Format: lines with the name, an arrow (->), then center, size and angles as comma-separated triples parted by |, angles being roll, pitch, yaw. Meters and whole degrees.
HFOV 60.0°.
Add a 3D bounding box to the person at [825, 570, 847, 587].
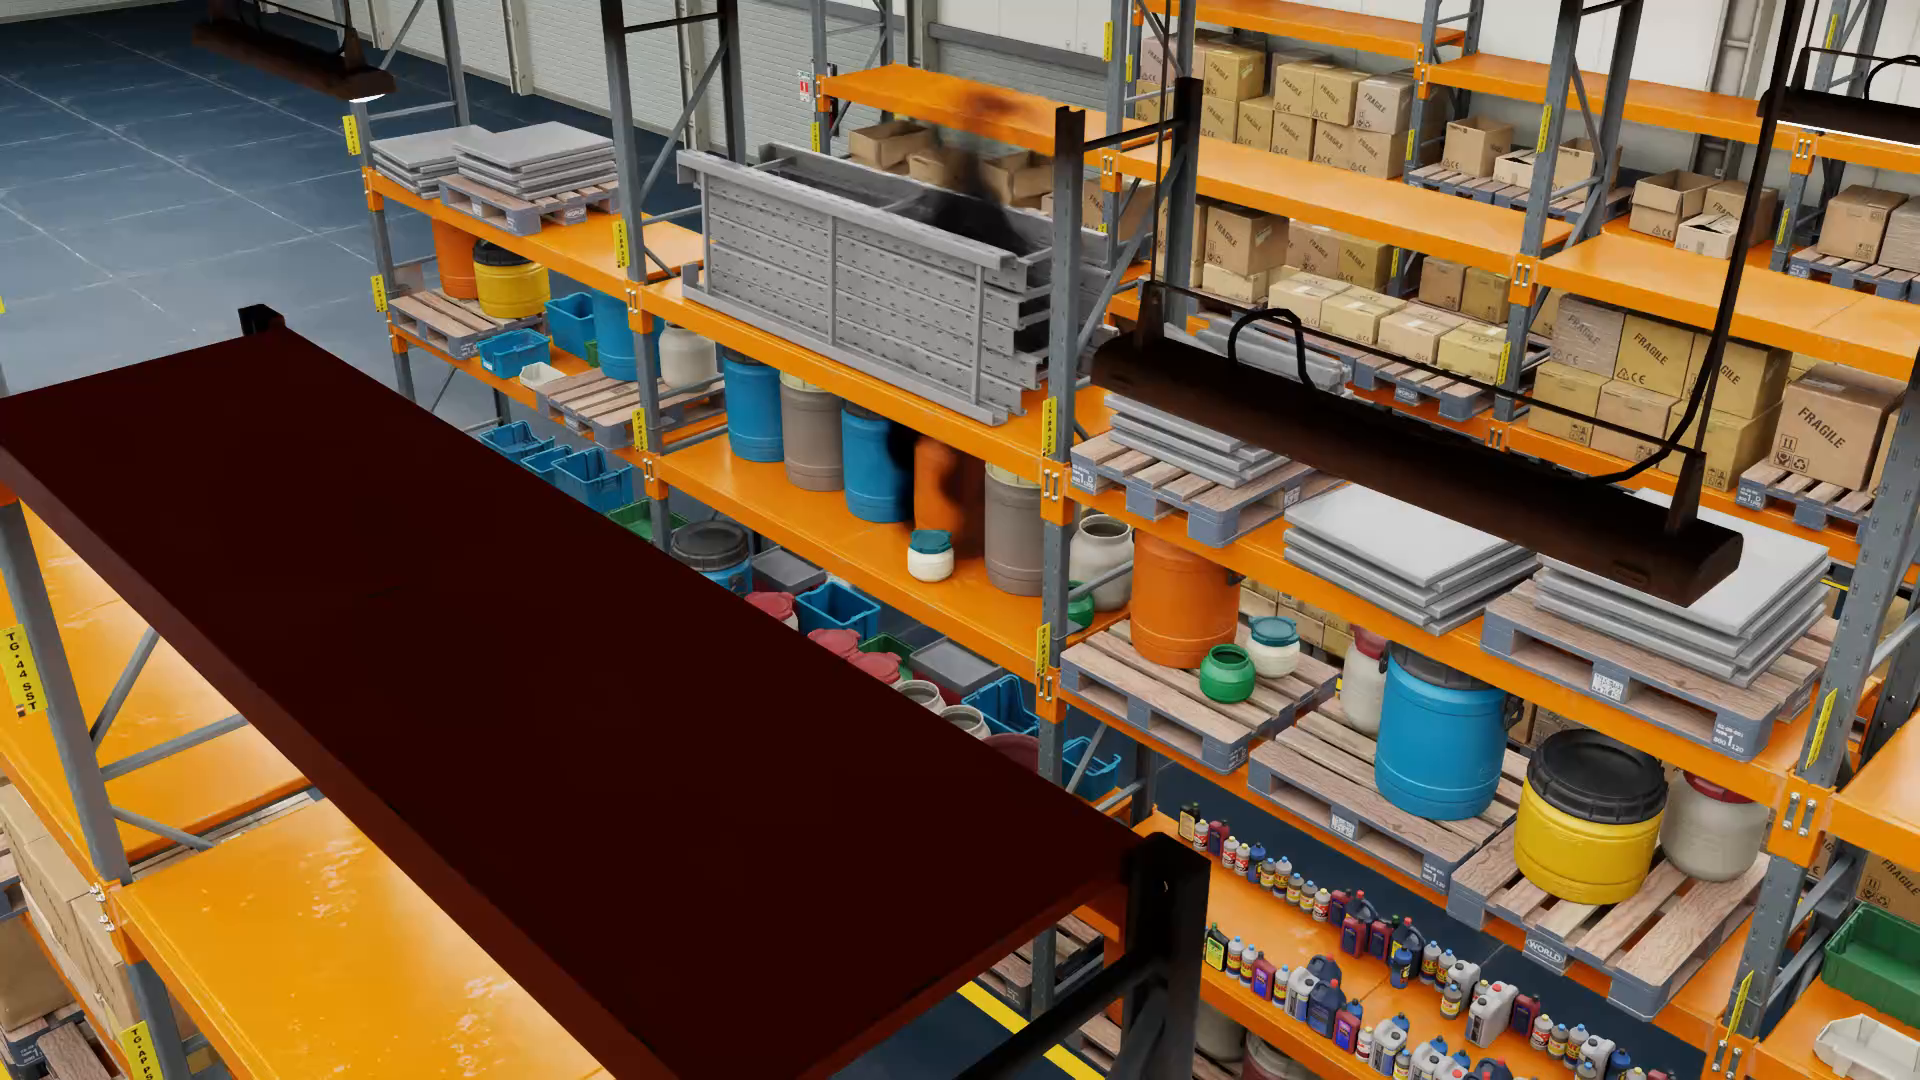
person -> -1.158, 0.411, 14.355 | 0.580, 1.669, 0.515 | -18, 33, -30
